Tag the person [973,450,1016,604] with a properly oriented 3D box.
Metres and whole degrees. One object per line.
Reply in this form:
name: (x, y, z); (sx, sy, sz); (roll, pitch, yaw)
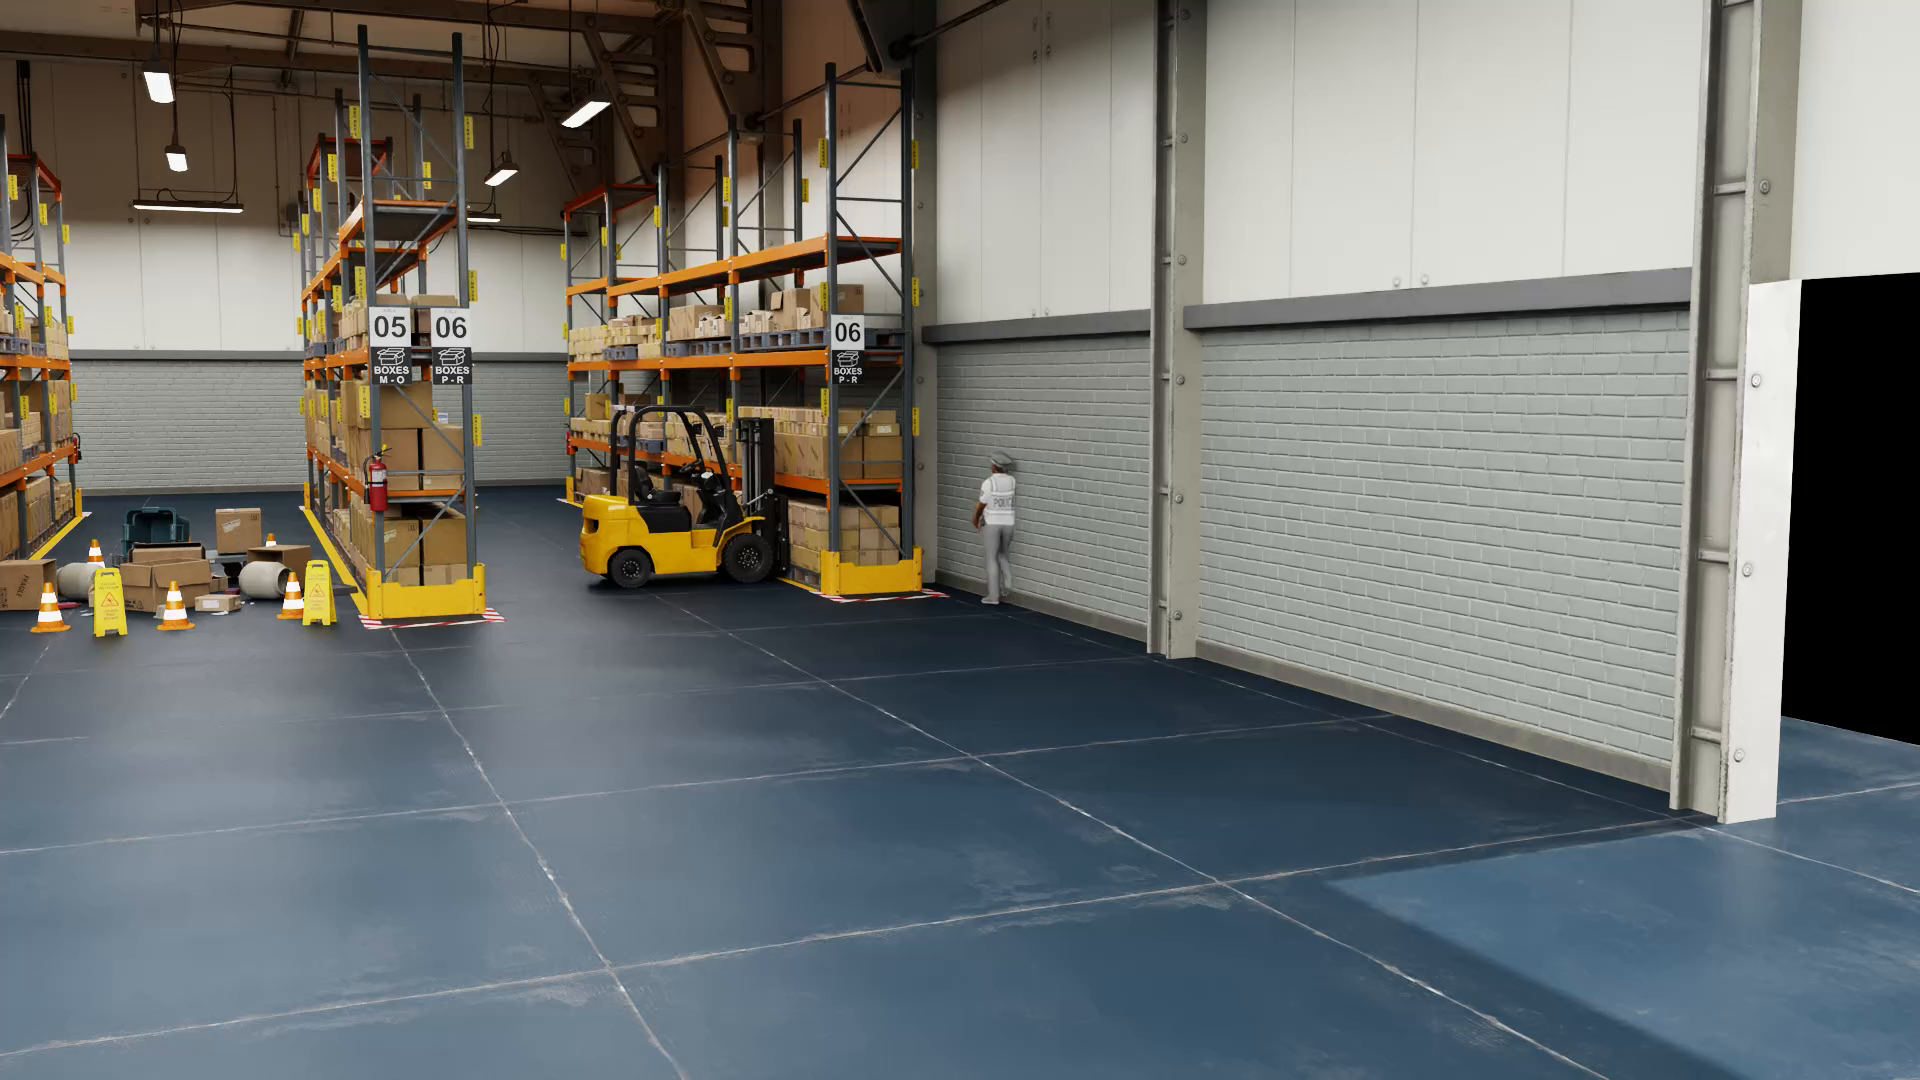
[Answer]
person: (0.391, -0.148, 18.317); (0.489, 1.699, 0.526); (-3, 6, -30)
